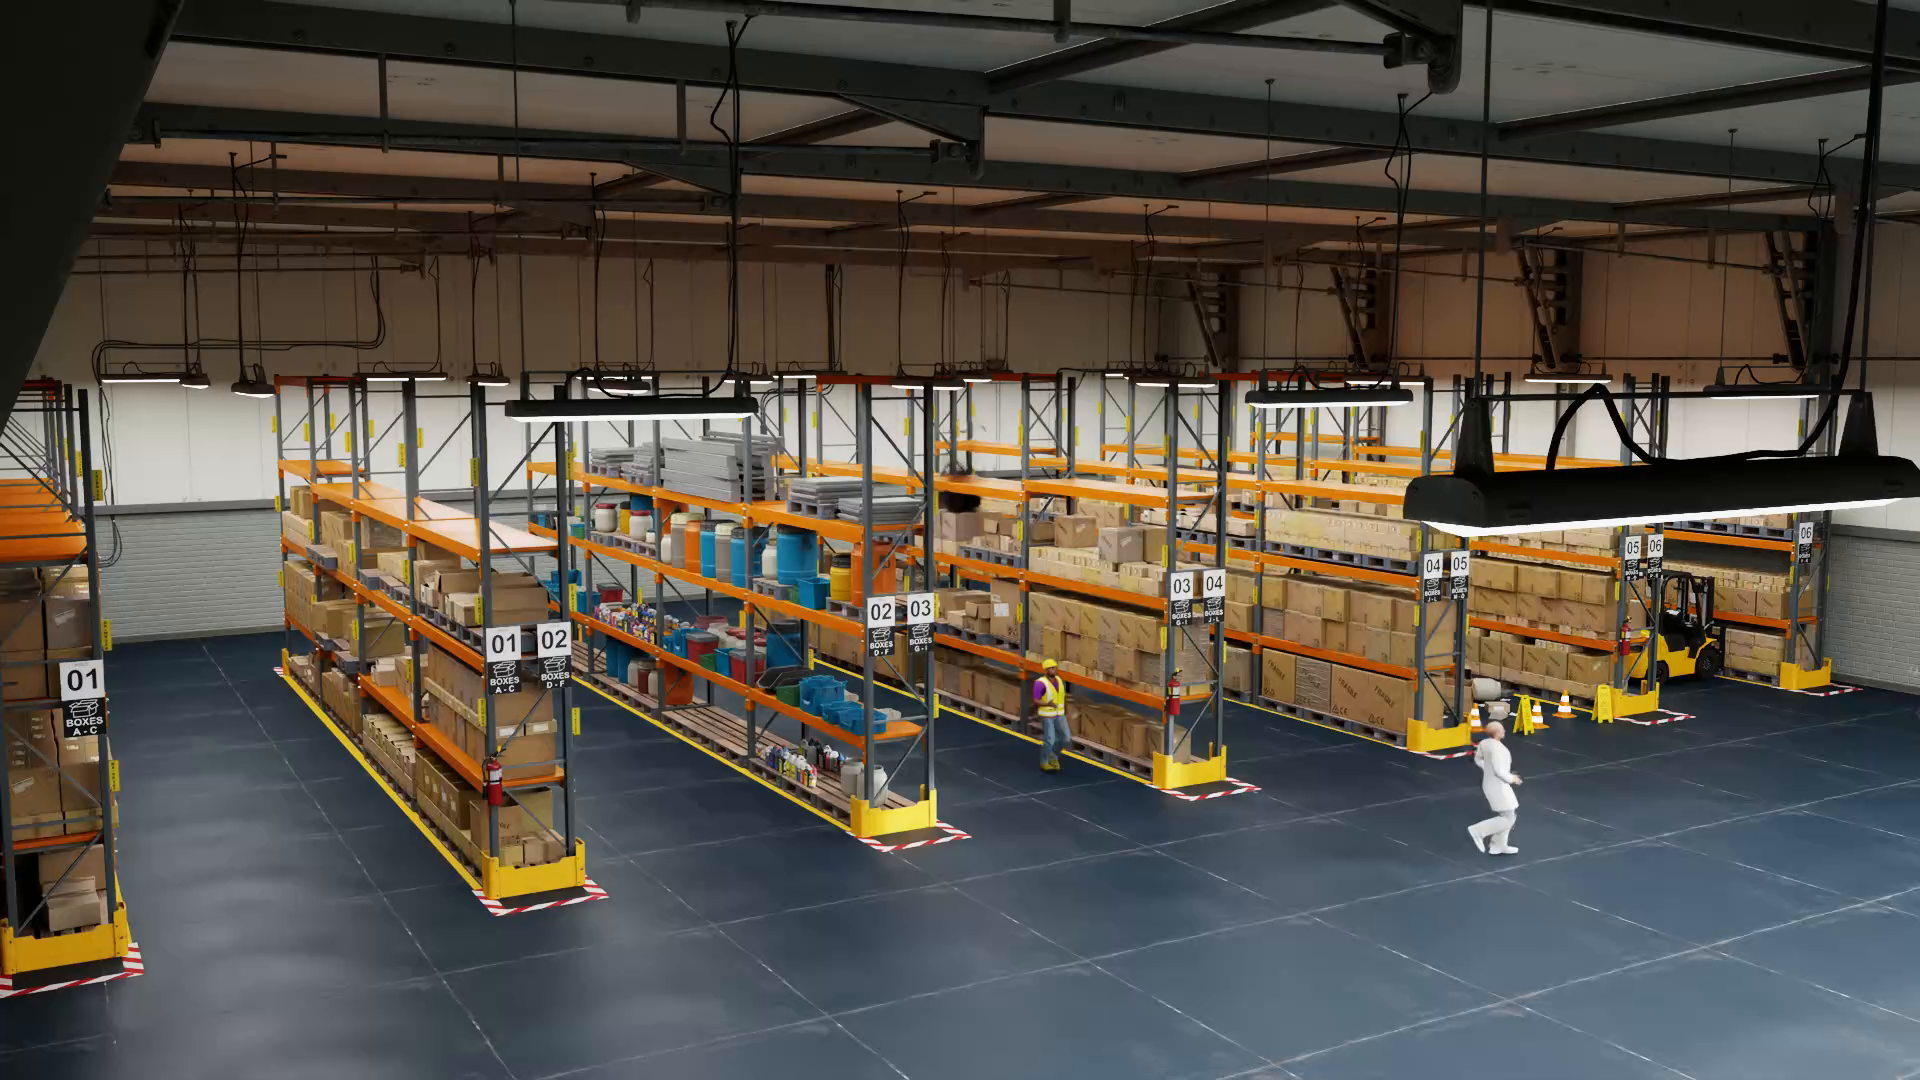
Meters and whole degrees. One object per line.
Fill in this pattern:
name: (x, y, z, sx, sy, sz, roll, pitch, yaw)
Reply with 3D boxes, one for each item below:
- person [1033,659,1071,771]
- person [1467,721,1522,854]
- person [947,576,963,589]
person: (1.440, 2.688, 25.375, 0.680, 1.750, 0.626, -4, 7, -33)
person: (6.788, 3.157, 21.162, 0.707, 1.727, 0.713, 0, 6, -4)
person: (-0.157, 0.812, 42.365, 1.046, 1.729, 0.710, -3, 7, -26)
